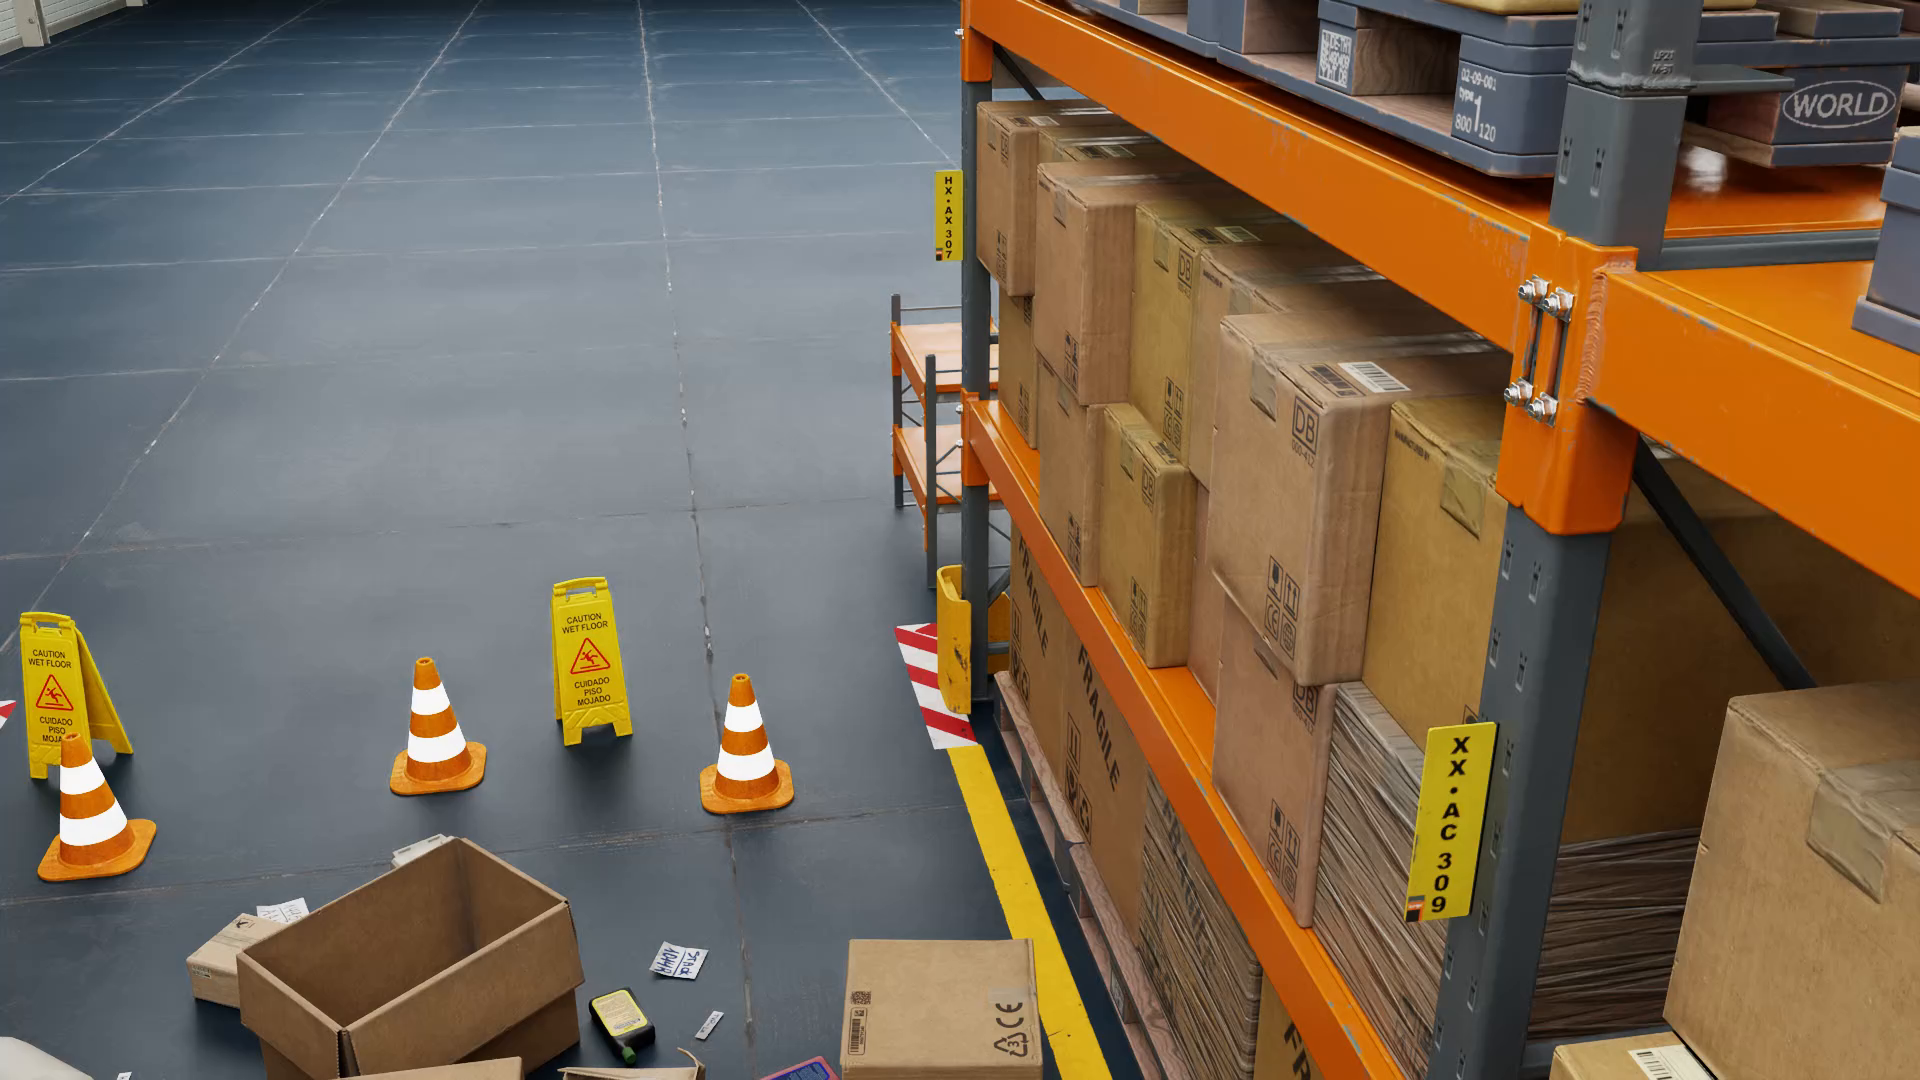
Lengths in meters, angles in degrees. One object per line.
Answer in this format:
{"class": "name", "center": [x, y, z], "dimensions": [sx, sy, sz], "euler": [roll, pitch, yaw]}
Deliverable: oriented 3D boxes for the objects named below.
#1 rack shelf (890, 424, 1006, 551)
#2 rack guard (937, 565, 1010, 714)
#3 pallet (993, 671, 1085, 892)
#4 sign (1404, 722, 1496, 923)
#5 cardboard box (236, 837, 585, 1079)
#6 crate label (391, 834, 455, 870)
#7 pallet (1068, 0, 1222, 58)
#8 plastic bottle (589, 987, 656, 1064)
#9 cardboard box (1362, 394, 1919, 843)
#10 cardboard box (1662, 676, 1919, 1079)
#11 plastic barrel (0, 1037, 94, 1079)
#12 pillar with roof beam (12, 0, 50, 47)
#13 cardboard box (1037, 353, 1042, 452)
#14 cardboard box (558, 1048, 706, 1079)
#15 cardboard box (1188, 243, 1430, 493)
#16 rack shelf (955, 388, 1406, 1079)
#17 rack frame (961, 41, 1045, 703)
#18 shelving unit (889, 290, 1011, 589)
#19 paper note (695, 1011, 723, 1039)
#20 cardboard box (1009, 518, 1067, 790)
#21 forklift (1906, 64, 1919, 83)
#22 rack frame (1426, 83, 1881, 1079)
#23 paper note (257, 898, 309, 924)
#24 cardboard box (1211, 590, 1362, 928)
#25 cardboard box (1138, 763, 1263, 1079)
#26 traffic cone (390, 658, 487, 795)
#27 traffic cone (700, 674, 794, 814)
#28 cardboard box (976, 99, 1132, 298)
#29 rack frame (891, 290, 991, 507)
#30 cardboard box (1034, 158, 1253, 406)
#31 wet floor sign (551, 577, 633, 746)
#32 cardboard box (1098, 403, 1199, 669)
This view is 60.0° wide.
{"class": "rack shelf", "center": [0.001, -0.289, 8.117], "dimensions": [0.538, 0.278, 1.000], "euler": [-4, 24, -10]}
{"class": "rack guard", "center": [0.503, 0.362, 6.796], "dimensions": [1.175, 0.500, 0.348], "euler": [-4, 24, -10]}
{"class": "pallet", "center": [0.732, 0.813, 6.125], "dimensions": [1.003, 0.211, 1.213], "euler": [-4, 24, -10]}
{"class": "sign", "center": [0.702, 0.408, 2.387], "dimensions": [0.100, 0.325, 0.005], "euler": [-4, 24, -10]}
{"class": "cardboard box", "center": [-1.526, 1.280, 4.691], "dimensions": [0.637, 0.503, 0.797], "euler": [18, 29, 36]}
{"class": "crate label", "center": [-1.757, 1.107, 5.545], "dimensions": [0.250, 0.136, 0.298], "euler": [-19, 30, -37]}
{"class": "pallet", "center": [0.884, -1.336, 3.924], "dimensions": [1.003, 0.211, 1.213], "euler": [-4, 24, -10]}
{"class": "plastic bottle", "center": [-0.983, 1.432, 4.894], "dimensions": [0.133, 0.061, 0.283], "euler": [-13, 27, -28]}
{"class": "cardboard box", "center": [1.213, 0.088, 2.763], "dimensions": [0.875, 0.550, 0.550], "euler": [-4, 24, -10]}
{"class": "cardboard box", "center": [1.345, 0.491, 2.005], "dimensions": [0.700, 0.500, 0.500], "euler": [-5, 24, -11]}
{"class": "plastic barrel", "center": [-2.469, 1.513, 4.256], "dimensions": [0.512, 0.421, 0.421], "euler": [13, 27, 27]}
{"class": "pillar with roof beam", "center": [-10.180, -12.166, 24.863], "dimensions": [9.100, 9.000, 0.400], "euler": [-4, 24, -10]}
{"class": "cardboard box", "center": [0.744, -0.485, 5.425], "dimensions": [0.875, 0.550, 0.550], "euler": [-4, 24, -10]}
{"class": "cardboard box", "center": [-0.881, 1.513, 4.454], "dimensions": [0.396, 0.266, 0.258], "euler": [0, 24, -1]}
{"class": "cardboard box", "center": [1.032, -0.342, 3.748], "dimensions": [0.875, 0.550, 0.550], "euler": [-4, 24, -10]}
{"class": "rack shelf", "center": [0.877, 0.343, 4.616], "dimensions": [1.077, 0.370, 4.000], "euler": [-4, 24, -10]}
{"class": "rack frame", "center": [0.507, -0.774, 6.274], "dimensions": [1.000, 3.000, 0.127], "euler": [-4, 24, -10]}
{"class": "shelving unit", "center": [0.001, -0.513, 8.019], "dimensions": [0.538, 1.125, 1.048], "euler": [-4, 24, -10]}
{"class": "paper note", "center": [-0.744, 1.440, 4.939], "dimensions": [0.032, 0.001, 0.123], "euler": [8, 25, 18]}
{"class": "cardboard box", "center": [0.698, 0.269, 6.015], "dimensions": [0.875, 0.875, 0.875], "euler": [-4, 24, -9]}
{"class": "forklift", "center": [2.914, -0.905, 6.660], "dimensions": [1.130, 2.935, 3.031], "euler": [-16, 28, -33]}
{"class": "rack frame", "center": [1.247, 0.800, 2.671], "dimensions": [1.000, 3.000, 0.127], "euler": [-4, 24, -10]}
{"class": "paper note", "center": [-2.208, 1.218, 5.424], "dimensions": [0.148, 0.019, 0.142], "euler": [-13, 27, -28]}
{"class": "cardboard box", "center": [1.043, 0.372, 3.463], "dimensions": [0.875, 0.550, 0.550], "euler": [-4, 24, -10]}
{"class": "cardboard box", "center": [1.029, 0.974, 4.402], "dimensions": [0.875, 0.875, 0.875], "euler": [-4, 24, -9]}
{"class": "traffic cone", "center": [-1.963, 0.653, 6.177], "dimensions": [0.336, 0.463, 0.334], "euler": [-4, 24, -10]}
{"class": "traffic cone", "center": [-0.790, 0.703, 6.062], "dimensions": [0.336, 0.463, 0.334], "euler": [-4, 24, -10]}
{"class": "cardboard box", "center": [0.538, -1.188, 5.687], "dimensions": [0.875, 0.550, 0.550], "euler": [-4, 24, -10]}
{"class": "rack frame", "center": [-0.093, -0.713, 8.477], "dimensions": [0.500, 1.125, 0.032], "euler": [-4, 24, -10]}
{"class": "cardboard box", "center": [0.700, -0.749, 4.680], "dimensions": [0.875, 0.550, 0.550], "euler": [-4, 24, -10]}
{"class": "wet floor sign", "center": [-1.444, 0.440, 6.435], "dimensions": [0.267, 0.644, 0.232], "euler": [-9, 25, -19]}
{"class": "cardboard box", "center": [0.862, -0.050, 4.429], "dimensions": [0.875, 0.550, 0.500], "euler": [-4, 24, -10]}
